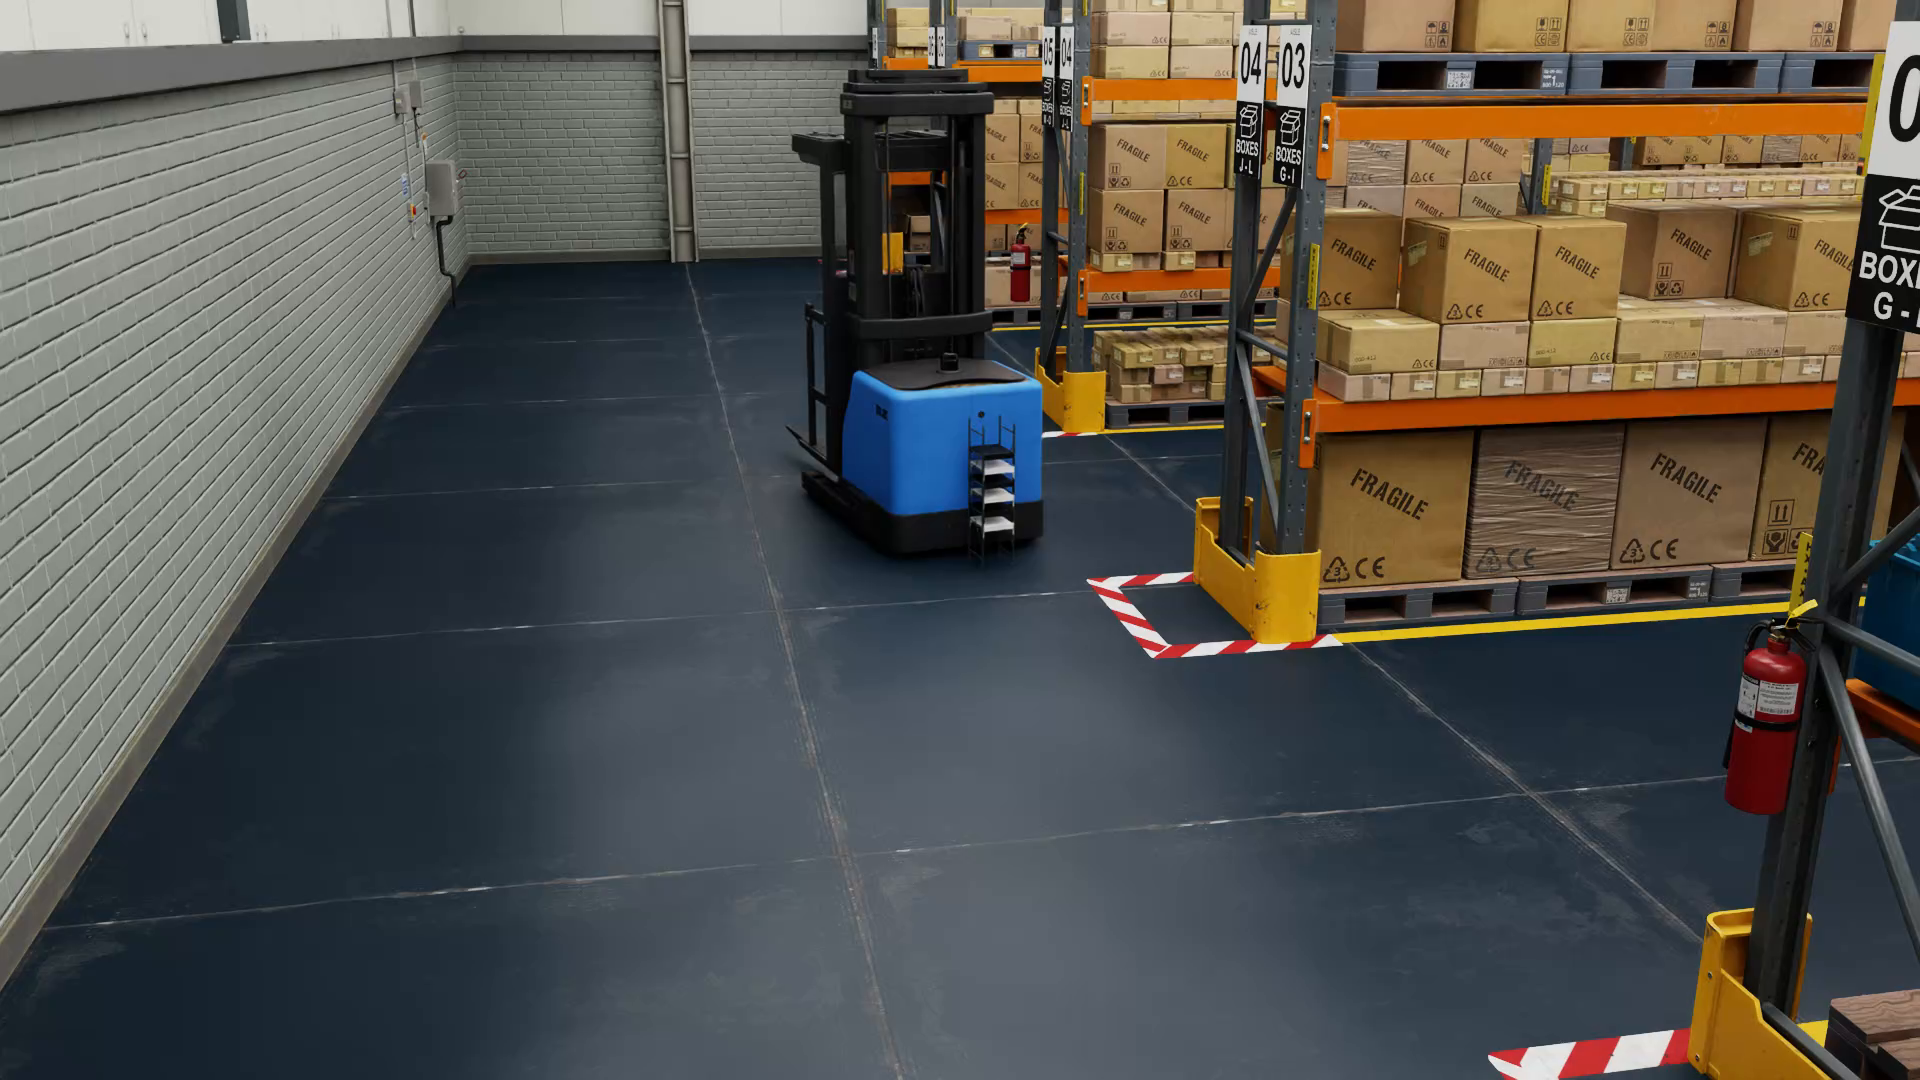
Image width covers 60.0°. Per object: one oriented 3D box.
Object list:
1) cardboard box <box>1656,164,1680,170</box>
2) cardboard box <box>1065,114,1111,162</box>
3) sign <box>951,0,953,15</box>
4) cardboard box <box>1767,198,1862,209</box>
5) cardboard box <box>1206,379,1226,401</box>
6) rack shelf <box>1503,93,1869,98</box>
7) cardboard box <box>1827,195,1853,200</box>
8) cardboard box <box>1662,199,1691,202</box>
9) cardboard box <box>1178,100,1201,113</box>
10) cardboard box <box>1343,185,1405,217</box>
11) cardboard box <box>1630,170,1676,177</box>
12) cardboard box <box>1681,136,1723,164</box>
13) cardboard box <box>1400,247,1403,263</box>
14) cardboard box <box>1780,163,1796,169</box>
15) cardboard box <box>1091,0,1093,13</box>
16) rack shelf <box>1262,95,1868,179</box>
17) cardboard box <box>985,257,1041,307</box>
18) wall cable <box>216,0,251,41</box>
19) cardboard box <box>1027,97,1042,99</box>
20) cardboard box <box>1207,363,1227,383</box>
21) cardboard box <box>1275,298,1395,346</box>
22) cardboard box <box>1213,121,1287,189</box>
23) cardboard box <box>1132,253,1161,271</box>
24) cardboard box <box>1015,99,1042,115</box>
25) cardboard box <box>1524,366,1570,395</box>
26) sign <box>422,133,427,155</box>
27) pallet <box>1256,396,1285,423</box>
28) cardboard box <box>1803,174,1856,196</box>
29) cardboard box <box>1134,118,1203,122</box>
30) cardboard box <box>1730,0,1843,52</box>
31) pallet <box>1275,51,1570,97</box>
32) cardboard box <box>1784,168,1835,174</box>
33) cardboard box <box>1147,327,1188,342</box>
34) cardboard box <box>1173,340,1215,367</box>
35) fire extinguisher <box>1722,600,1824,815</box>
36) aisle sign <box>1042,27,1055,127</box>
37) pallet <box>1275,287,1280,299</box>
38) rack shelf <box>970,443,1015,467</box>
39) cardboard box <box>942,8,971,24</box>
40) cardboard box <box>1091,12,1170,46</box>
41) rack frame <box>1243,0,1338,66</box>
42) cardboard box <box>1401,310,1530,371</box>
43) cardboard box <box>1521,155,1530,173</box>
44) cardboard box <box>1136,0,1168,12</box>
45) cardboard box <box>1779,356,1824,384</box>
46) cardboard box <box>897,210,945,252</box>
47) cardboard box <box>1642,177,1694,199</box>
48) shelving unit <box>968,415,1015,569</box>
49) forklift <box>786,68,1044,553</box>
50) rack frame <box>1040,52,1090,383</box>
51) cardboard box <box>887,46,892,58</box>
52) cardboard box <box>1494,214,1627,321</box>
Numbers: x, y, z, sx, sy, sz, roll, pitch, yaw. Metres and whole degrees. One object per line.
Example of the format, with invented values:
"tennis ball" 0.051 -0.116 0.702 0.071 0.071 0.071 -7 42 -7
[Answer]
"cardboard box" 8.308 -4.400 19.741 0.250 0.149 0.380 -4 18 -14
"cardboard box" 1.350 -4.435 18.270 0.500 0.500 0.500 -3 17 -11
"sign" -0.086 -5.633 17.309 0.005 0.325 0.100 -3 17 -10
"cardboard box" 5.103 -1.745 9.857 0.500 0.500 0.500 -3 17 -10
"cardboard box" 2.184 -1.293 14.054 0.250 0.149 0.380 -3 17 -10
"rack shelf" 6.744 -3.906 14.537 4.000 0.370 1.077 -3 17 -10
"cardboard box" 7.544 -2.947 14.504 0.250 0.149 0.380 -3 17 -10
"cardboard box" 6.017 -2.861 14.224 0.250 0.149 0.380 -4 18 -13
"cardboard box" 2.490 -4.815 18.401 0.250 0.149 0.380 -3 17 -11
"cardboard box" 3.360 -2.730 13.916 0.500 0.500 0.500 -3 17 -11
"cardboard box" 6.155 -3.205 14.836 0.250 0.149 0.380 -4 17 -12
"cardboard box" 8.666 -4.729 19.707 0.500 0.500 0.500 -2 17 -8
"cardboard box" 3.772 -2.463 14.150 0.250 0.149 0.380 -4 17 -12
"cardboard box" 9.861 -4.506 20.087 0.250 0.149 0.380 -4 17 -12
"cardboard box" 1.124 -4.377 13.569 0.250 0.149 0.380 -3 17 -11
"rack shelf" 3.658 -2.248 9.138 4.000 0.370 1.077 -3 17 -10
"cardboard box" 0.444 -2.945 18.939 0.875 0.438 0.875 -4 17 -12
"wall cable" -4.511 -6.131 9.966 0.120 5.999 2.277 -3 17 -10
"cardboard box" 0.866 -4.879 18.609 0.250 0.149 0.380 -3 17 -9
"cardboard box" 2.192 -1.438 14.020 0.250 0.149 0.380 -3 17 -9
"cardboard box" 2.120 -1.220 9.425 0.500 0.250 0.500 -4 17 -11
"cardboard box" 2.353 -3.151 13.581 0.500 0.500 0.500 -4 17 -12
"cardboard box" 1.475 -2.311 13.656 0.250 0.149 0.380 -3 17 -8
"cardboard box" 0.737 -4.696 18.013 0.250 0.149 0.380 -3 17 -9
"cardboard box" 3.114 -0.909 9.090 0.250 0.149 0.380 -4 17 -12
"sign" -6.165 -4.563 19.154 0.001 0.242 0.339 -3 17 -10
"pallet" 2.927 -1.255 14.539 1.213 0.211 1.003 -3 17 -10
"cardboard box" 7.548 -3.089 14.460 0.250 0.149 0.380 -3 17 -9
"cardboard box" 1.753 -3.275 13.987 0.500 0.500 0.500 -4 17 -12
"cardboard box" 4.336 -2.910 9.012 0.500 0.500 0.700 -2 17 -8
"pallet" 2.421 -2.482 8.827 1.213 0.211 1.003 -3 17 -10
"cardboard box" 7.712 -3.295 15.129 0.250 0.149 0.380 -3 17 -11
"cardboard box" 1.813 -1.755 14.545 0.250 0.149 0.380 -4 17 -12
"cardboard box" 1.951 -1.563 13.918 0.250 0.149 0.380 -3 17 -11
"fire extinguisher" 2.400 0.474 4.926 0.183 0.674 0.296 -3 17 -10
"aisle sign" 0.724 -3.807 13.670 0.004 0.787 0.394 -3 17 -10
"pallet" 4.485 -2.858 19.757 1.213 0.211 1.003 -3 17 -10
"rack shelf" 0.193 -0.521 10.168 0.200 0.077 0.258 -7 18 -21
"cardboard box" -0.144 -7.053 22.453 0.500 0.250 0.500 -3 17 -11
"cardboard box" 1.343 -4.033 13.129 0.500 0.250 0.500 -3 17 -10
"rack frame" 1.695 -3.914 8.229 0.127 3.000 1.000 -3 17 -10
"cardboard box" 2.726 -1.097 9.022 0.500 0.250 0.500 -3 17 -11
"cardboard box" 6.241 -4.352 19.276 0.500 0.250 0.500 -4 17 -12
"cardboard box" 1.468 -4.235 13.108 0.250 0.149 0.380 -3 17 -8
"cardboard box" 4.628 -0.995 9.369 0.250 0.149 0.380 -3 17 -9
"cardboard box" -0.512 -4.348 23.396 0.637 0.503 0.797 -4 18 -13
"cardboard box" 6.025 -3.003 14.180 0.250 0.149 0.380 -3 17 -11
"shelving unit" 0.193 -0.295 10.238 0.210 0.900 0.258 -7 18 -21
"forklift" -0.482 -1.712 11.395 1.130 2.935 3.031 -7 18 -21
"rack frame" 0.853 -2.482 13.783 0.127 3.000 1.000 -3 17 -10
"cardboard box" -0.860 -6.732 22.941 0.250 0.149 0.380 -3 17 -9
"cardboard box" 3.216 -1.483 9.002 0.500 0.500 0.500 -4 17 -12
